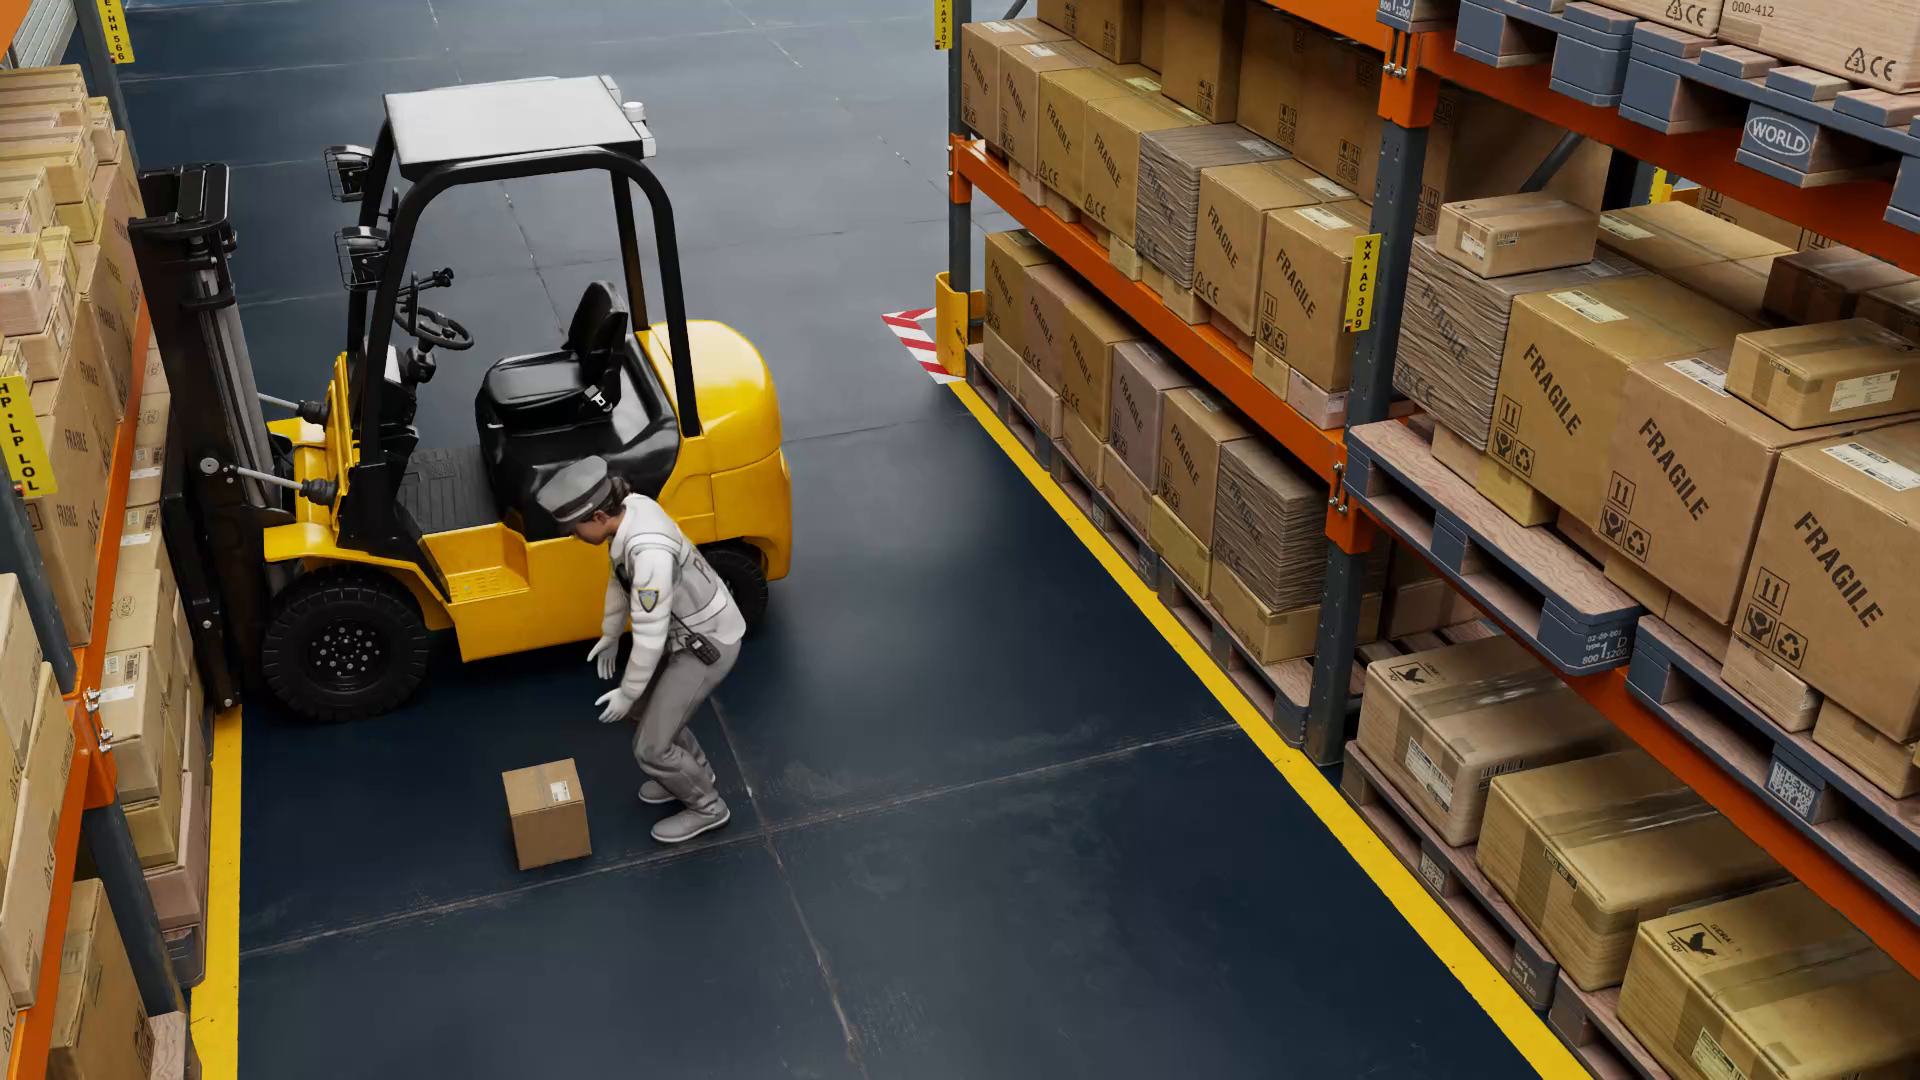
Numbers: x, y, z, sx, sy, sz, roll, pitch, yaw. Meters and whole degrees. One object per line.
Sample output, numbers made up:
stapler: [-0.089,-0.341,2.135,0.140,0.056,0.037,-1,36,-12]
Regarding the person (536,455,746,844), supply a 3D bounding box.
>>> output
person: [-1.043,0.377,5.674,0.634,1.479,0.531,-10,32,-17]
